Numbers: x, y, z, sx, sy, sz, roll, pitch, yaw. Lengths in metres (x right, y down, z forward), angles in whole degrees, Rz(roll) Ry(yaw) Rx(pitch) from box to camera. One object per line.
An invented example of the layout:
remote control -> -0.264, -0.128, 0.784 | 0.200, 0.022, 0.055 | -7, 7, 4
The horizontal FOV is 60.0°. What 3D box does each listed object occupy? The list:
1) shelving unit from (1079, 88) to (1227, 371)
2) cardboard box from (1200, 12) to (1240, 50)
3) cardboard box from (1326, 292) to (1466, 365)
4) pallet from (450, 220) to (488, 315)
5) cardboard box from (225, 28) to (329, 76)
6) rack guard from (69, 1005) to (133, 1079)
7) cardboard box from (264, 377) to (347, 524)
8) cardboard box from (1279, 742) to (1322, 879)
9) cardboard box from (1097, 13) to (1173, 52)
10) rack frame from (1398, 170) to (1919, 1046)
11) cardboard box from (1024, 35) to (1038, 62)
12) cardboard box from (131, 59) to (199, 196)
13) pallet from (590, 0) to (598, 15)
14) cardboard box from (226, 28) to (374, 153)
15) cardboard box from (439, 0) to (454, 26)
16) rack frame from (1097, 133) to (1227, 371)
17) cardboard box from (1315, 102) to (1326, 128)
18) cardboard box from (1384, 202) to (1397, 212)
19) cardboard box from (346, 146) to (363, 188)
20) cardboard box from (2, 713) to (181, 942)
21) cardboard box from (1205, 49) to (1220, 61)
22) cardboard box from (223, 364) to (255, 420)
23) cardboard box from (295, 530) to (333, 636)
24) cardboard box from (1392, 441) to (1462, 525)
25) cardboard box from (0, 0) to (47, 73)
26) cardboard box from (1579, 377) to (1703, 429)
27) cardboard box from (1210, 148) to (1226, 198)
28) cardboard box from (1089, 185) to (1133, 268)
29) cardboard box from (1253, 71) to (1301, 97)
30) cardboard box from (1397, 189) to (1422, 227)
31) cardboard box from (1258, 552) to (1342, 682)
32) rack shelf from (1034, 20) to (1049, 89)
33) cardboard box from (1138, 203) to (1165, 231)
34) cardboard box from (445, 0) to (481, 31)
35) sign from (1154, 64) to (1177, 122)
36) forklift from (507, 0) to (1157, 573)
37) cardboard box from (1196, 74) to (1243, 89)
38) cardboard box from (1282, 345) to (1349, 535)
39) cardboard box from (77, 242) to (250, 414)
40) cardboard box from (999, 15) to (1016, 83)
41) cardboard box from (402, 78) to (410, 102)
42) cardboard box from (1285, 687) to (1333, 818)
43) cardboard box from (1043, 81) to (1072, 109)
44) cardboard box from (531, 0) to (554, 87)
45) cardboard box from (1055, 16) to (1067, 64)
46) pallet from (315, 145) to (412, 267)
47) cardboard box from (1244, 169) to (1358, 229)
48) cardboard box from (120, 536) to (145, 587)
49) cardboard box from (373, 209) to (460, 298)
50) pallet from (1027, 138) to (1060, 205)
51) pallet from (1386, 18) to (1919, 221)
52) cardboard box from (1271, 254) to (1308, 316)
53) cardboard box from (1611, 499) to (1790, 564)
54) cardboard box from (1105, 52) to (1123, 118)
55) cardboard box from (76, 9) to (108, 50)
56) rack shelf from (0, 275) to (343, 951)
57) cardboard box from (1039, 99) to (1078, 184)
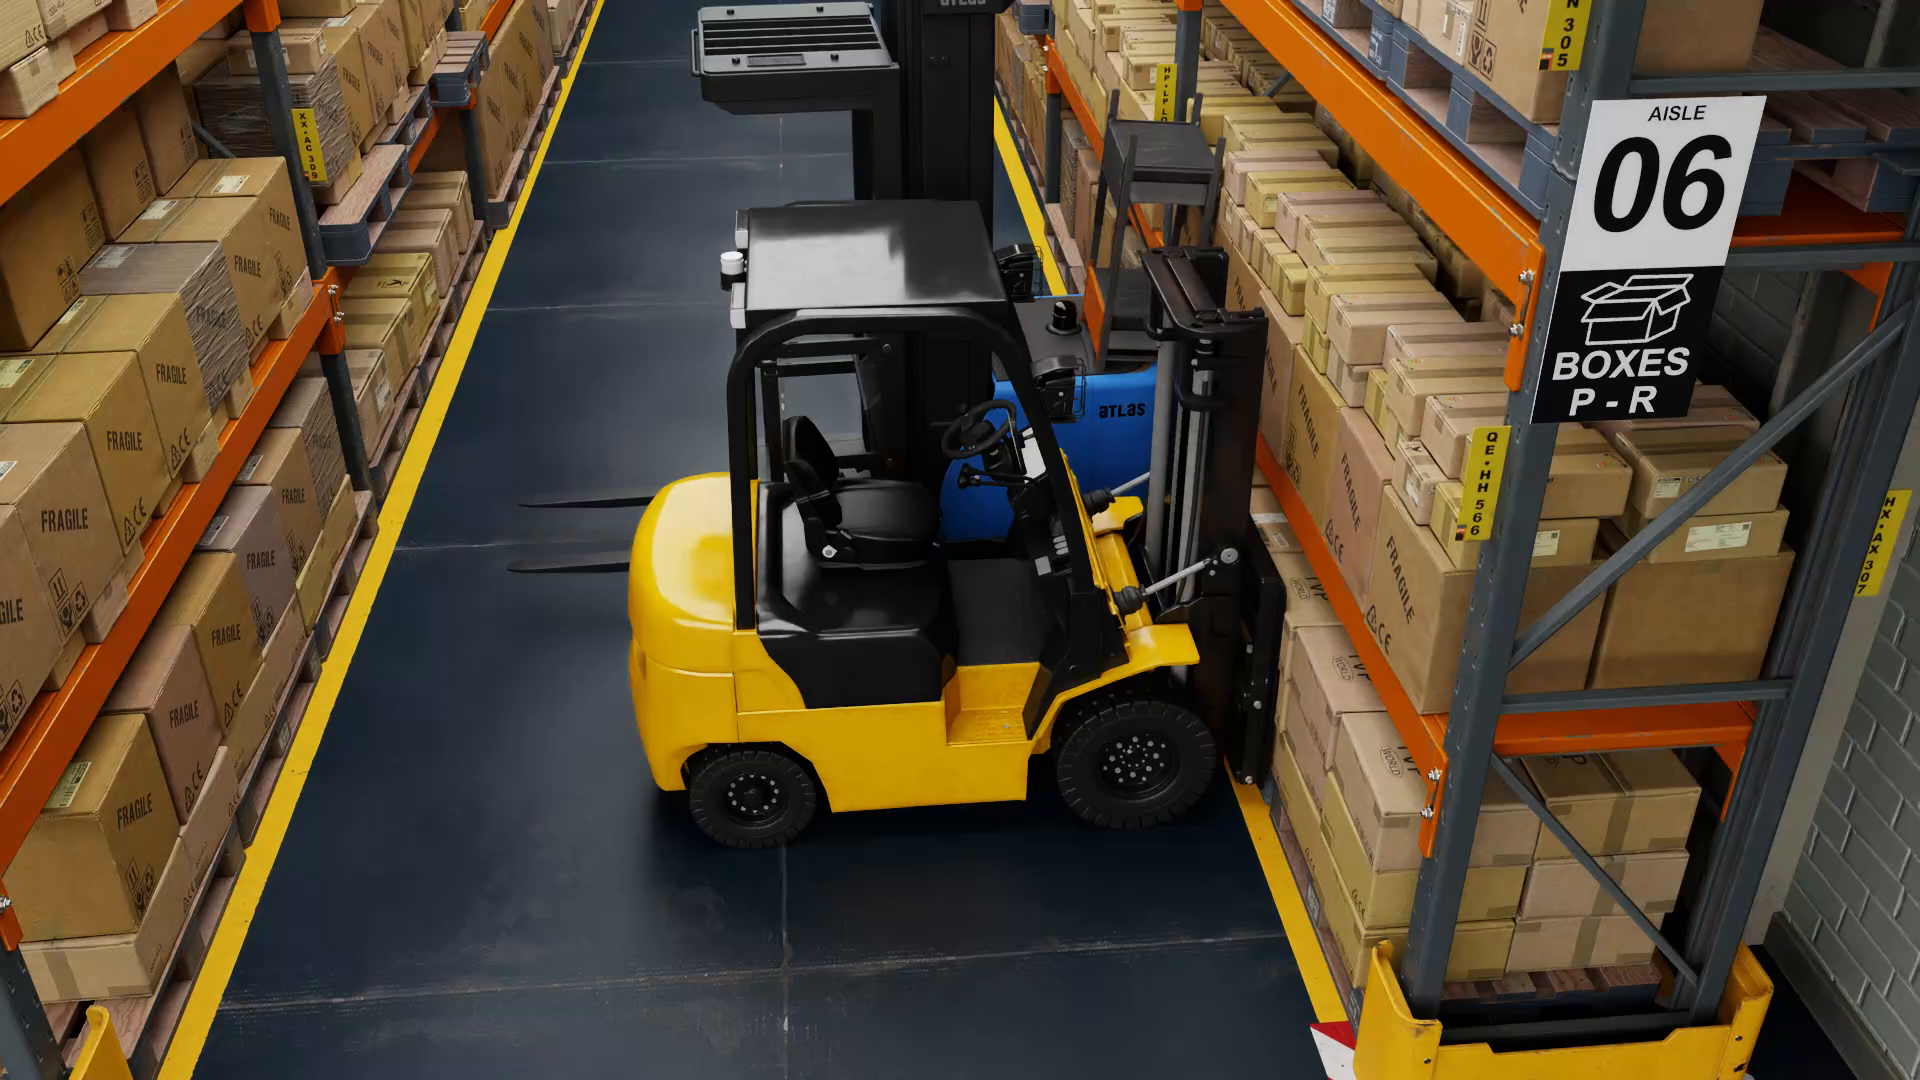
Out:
shelving unit -> 0.794, -0.945, 7.594 | 0.431, 2.100, 0.503 | 1, 36, -6
cardboard box -> 1.574, -2.894, 9.440 | 0.380, 0.149, 0.250 | -2, 31, -4
cardboard box -> 1.431, -0.697, 5.472 | 0.380, 0.149, 0.250 | -2, 31, -3
pallet -> -3.754, -1.809, 11.073 | 1.003, 0.211, 1.213 | -3, 31, -5
cardboard box -> -3.144, -2.249, 7.661 | 0.380, 0.149, 0.250 | -3, 31, -5
rack guard -> -3.085, 1.714, 4.893 | 1.175, 0.500, 0.348 | -3, 31, -5
cardboard box -> -3.130, -0.395, 7.527 | 0.500, 0.500, 0.500 | -3, 31, -5
cardboard box -> 1.468, 0.961, 5.988 | 0.500, 0.250, 0.500 | -3, 31, -5
cardboard box -> 0.986, -2.870, 9.400 | 0.380, 0.149, 0.250 | -4, 31, -6
rack frame -> 1.863, 0.440, 4.589 | 1.000, 3.000, 0.127 | -3, 31, -5
cardboard box -> 0.722, -3.949, 13.331 | 0.380, 0.149, 0.250 | -4, 31, -7
cardboard box -> -3.627, -1.728, 6.855 | 0.700, 0.500, 0.500 | -3, 31, -5
pallet -> -4.421, -5.888, 17.902 | 1.003, 0.211, 1.213 | -3, 31, -5
cardboard box -> -3.258, -2.223, 8.249 | 0.500, 0.500, 0.500 | -3, 31, -4
cardboard box -> -3.506, -3.537, 10.450 | 0.500, 0.500, 0.500 | -4, 31, -6
rack frame -> 0.812, -0.802, 7.398 | 0.400, 2.100, 0.015 | 1, 36, -6
cardboard box -> 1.820, -1.903, 7.491 | 0.380, 0.149, 0.250 | -3, 31, -4
cardboard box -> 1.843, -1.249, 6.685 | 0.380, 0.149, 0.250 | -2, 31, -3
cardboard box -> -3.204, -1.861, 8.275 | 0.380, 0.149, 0.250 | -2, 31, -4
cardboard box -> -2.881, 0.920, 5.325 | 0.500, 0.500, 0.500 | -4, 31, -6
cardboard box -> 1.624, -2.544, 9.242 | 0.500, 0.250, 0.500 | -3, 31, -6
cardboard box -> -3.020, -0.587, 6.552 | 0.380, 0.149, 0.250 | -3, 31, -5
cardboard box -> -3.069, 0.198, 7.266 | 0.500, 0.250, 0.500 | -4, 31, -6
cardboard box -> 1.499, -0.174, 4.887 | 0.380, 0.149, 0.250 | -2, 31, -4
cardboard box -> -2.970, -1.461, 4.703 | 0.500, 0.250, 0.500 | -2, 31, -3
cardboard box -> 2.015, -0.461, 5.076 | 0.380, 0.149, 0.250 | -2, 31, -4
cardboard box -> 1.283, -1.616, 7.301 | 0.380, 0.149, 0.250 | -2, 31, -3
cardboard box -> 1.293, -1.810, 10.261 | 0.875, 0.625, 0.625 | -4, 31, -7
cardboard box -> 1.698, -2.253, 8.367 | 0.380, 0.149, 0.250 | -4, 31, -6
cardboard box -> 1.908, -1.248, 6.394 | 0.380, 0.149, 0.250 | -3, 31, -5
cardboard box -> 1.399, 0.273, 6.165 | 0.500, 0.250, 0.500 | -2, 31, -4
rack shelf -> 0.929, -4.357, 13.321 | 1.077, 0.370, 4.000 | -3, 31, -5
cardboard box -> 1.182, -1.783, 8.456 | 0.500, 0.250, 0.500 | -2, 31, -3
cardboard box -> -3.621, -3.603, 11.502 | 0.500, 0.250, 0.500 | -3, 31, -5
sign -> 0.950, -2.035, 7.679 | 0.100, 0.325, 0.005 | -3, 31, -5
forklift -> -0.619, -1.212, 7.421 | 3.031, 2.935, 1.130 | -4, 31, -7
cardboard box -> 1.194, -2.219, 8.309 | 0.380, 0.149, 0.250 | -3, 31, -5
cardboard box -> 1.468, -0.369, 5.845 | 0.500, 0.500, 0.500 | -3, 31, -6
cardboard box -> -3.055, -0.791, 6.262 | 0.500, 0.500, 0.500 | -2, 31, -3
cardboard box -> 0.623, -4.265, 14.493 | 0.500, 0.500, 0.500 | -3, 31, -5
cardboard box -> -3.337, -2.534, 9.403 | 0.380, 0.149, 0.250 | -4, 31, -6
cardboard box -> 1.470, 0.735, 5.879 | 0.500, 0.250, 0.500 | -3, 31, -5
cardboard box -> 0.818, -3.270, 12.196 | 0.380, 0.149, 0.250 | -4, 31, -7
cardboard box -> -4.062, -4.403, 14.358 | 0.875, 0.875, 0.875 | -2, 31, -3
cardboard box -> 0.914, -3.342, 11.066 | 0.500, 0.250, 0.500 | -3, 31, -4
pallet -> -3.379, -1.678, 8.321 | 1.003, 0.211, 1.213 | -3, 31, -5
cardboard box -> 1.344, -1.348, 6.562 | 0.380, 0.149, 0.250 | -3, 31, -5
cardboard box -> -2.921, 0.074, 5.446 | 0.380, 0.149, 0.250 | -2, 31, -3
cardboard box -> -3.706, -1.792, 10.478 | 0.950, 0.372, 0.625 | -3, 31, -6
pallet -> 1.084, -2.831, 12.783 | 1.003, 0.211, 1.213 | -3, 31, -5
pallet -> 1.823, -1.172, 4.449 | 1.003, 0.211, 1.213 | -3, 31, -5
cardboard box -> 1.382, -0.958, 6.199 | 0.380, 0.149, 0.250 | -3, 31, -6
cardboard box -> 2.090, -0.067, 4.708 | 0.380, 0.149, 0.250 | -4, 31, -6
cardboard box -> 1.092, -2.515, 9.194 | 0.500, 0.250, 0.500 | -2, 31, -4
cardboard box -> -3.097, -1.734, 5.547 | 0.380, 0.149, 0.250 | -2, 31, -4
rack shelf -> -3.265, -0.033, 6.081 | 1.077, 0.370, 4.000 | -3, 31, -5
cardboard box -> 0.862, -2.958, 12.304 | 0.500, 0.500, 0.500 | -2, 31, -3
